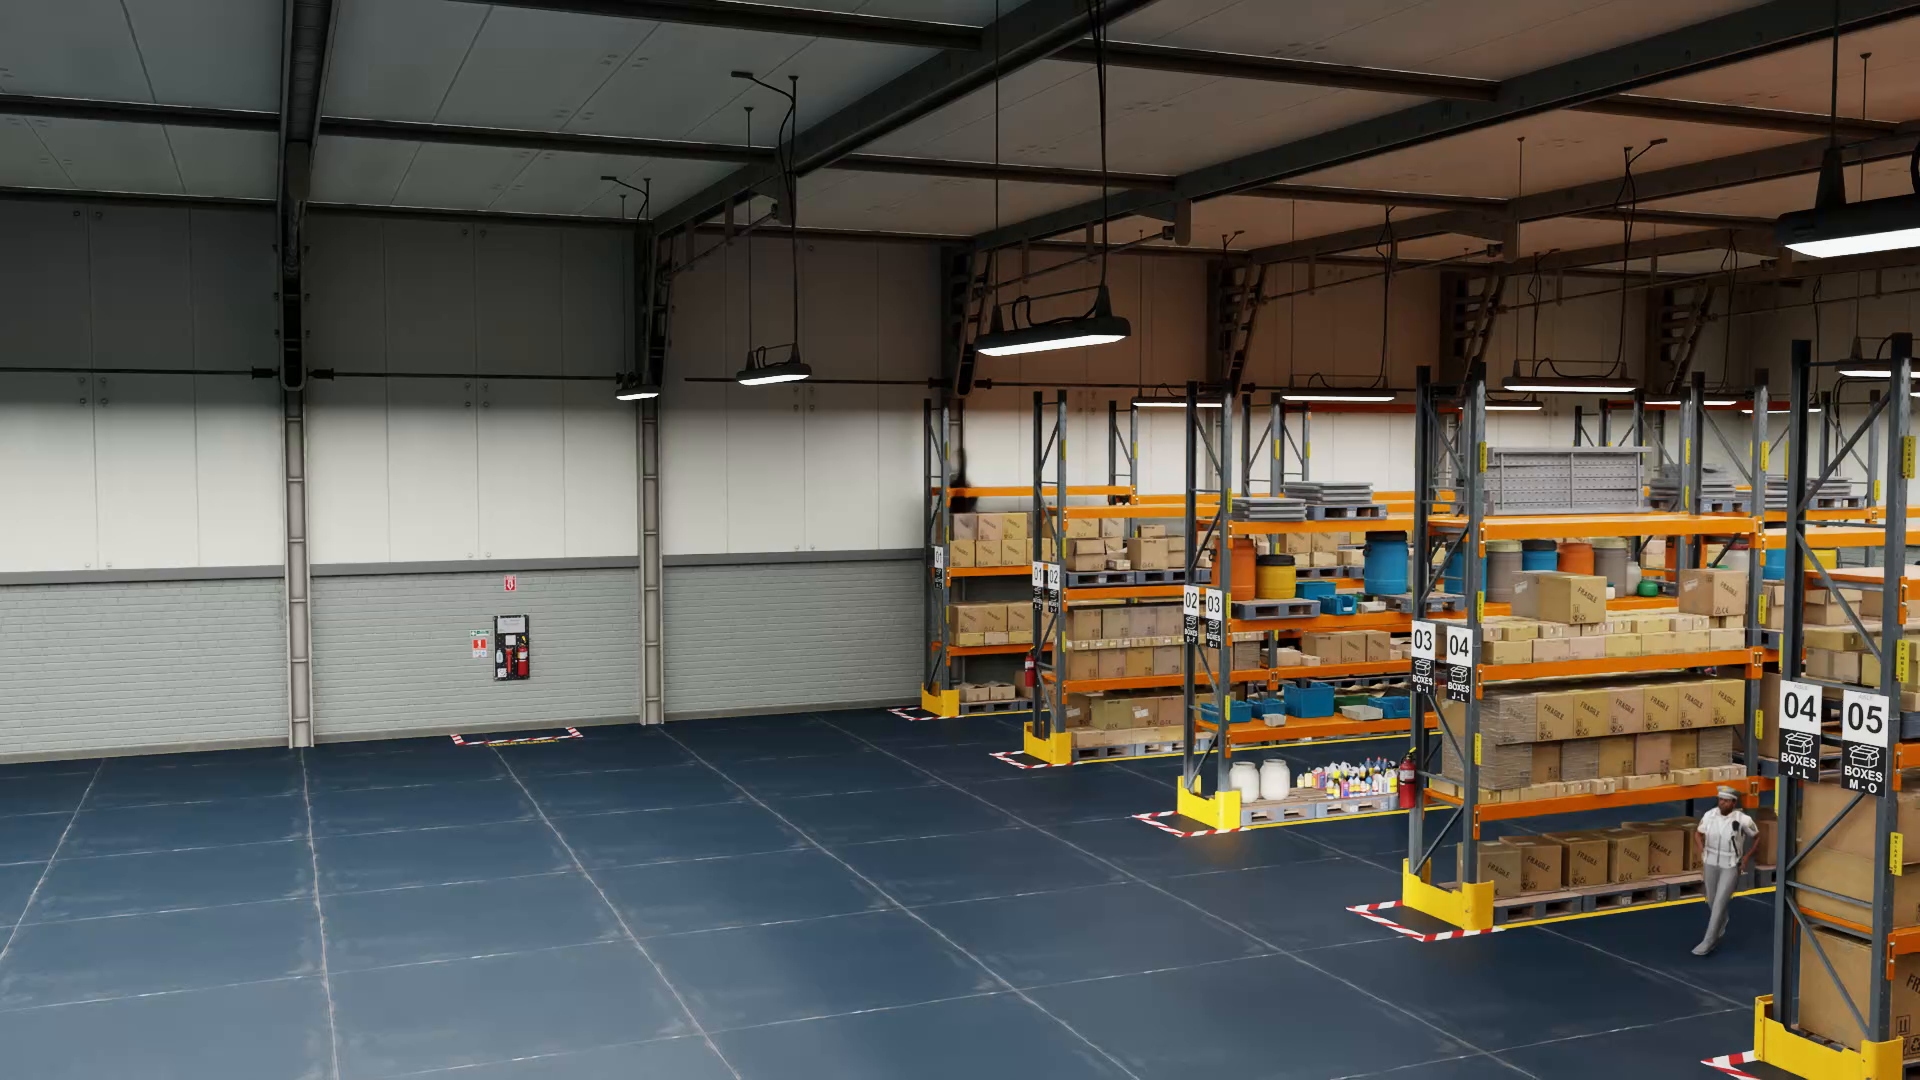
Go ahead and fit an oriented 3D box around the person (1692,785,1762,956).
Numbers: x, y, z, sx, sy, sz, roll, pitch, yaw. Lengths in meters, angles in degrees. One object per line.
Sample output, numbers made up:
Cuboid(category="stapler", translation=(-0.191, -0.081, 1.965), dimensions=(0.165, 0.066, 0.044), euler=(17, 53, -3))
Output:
Cuboid(category="person", translation=(7.741, 3.309, 16.846), dimensions=(0.601, 1.685, 0.877), euler=(3, 5, 43))
